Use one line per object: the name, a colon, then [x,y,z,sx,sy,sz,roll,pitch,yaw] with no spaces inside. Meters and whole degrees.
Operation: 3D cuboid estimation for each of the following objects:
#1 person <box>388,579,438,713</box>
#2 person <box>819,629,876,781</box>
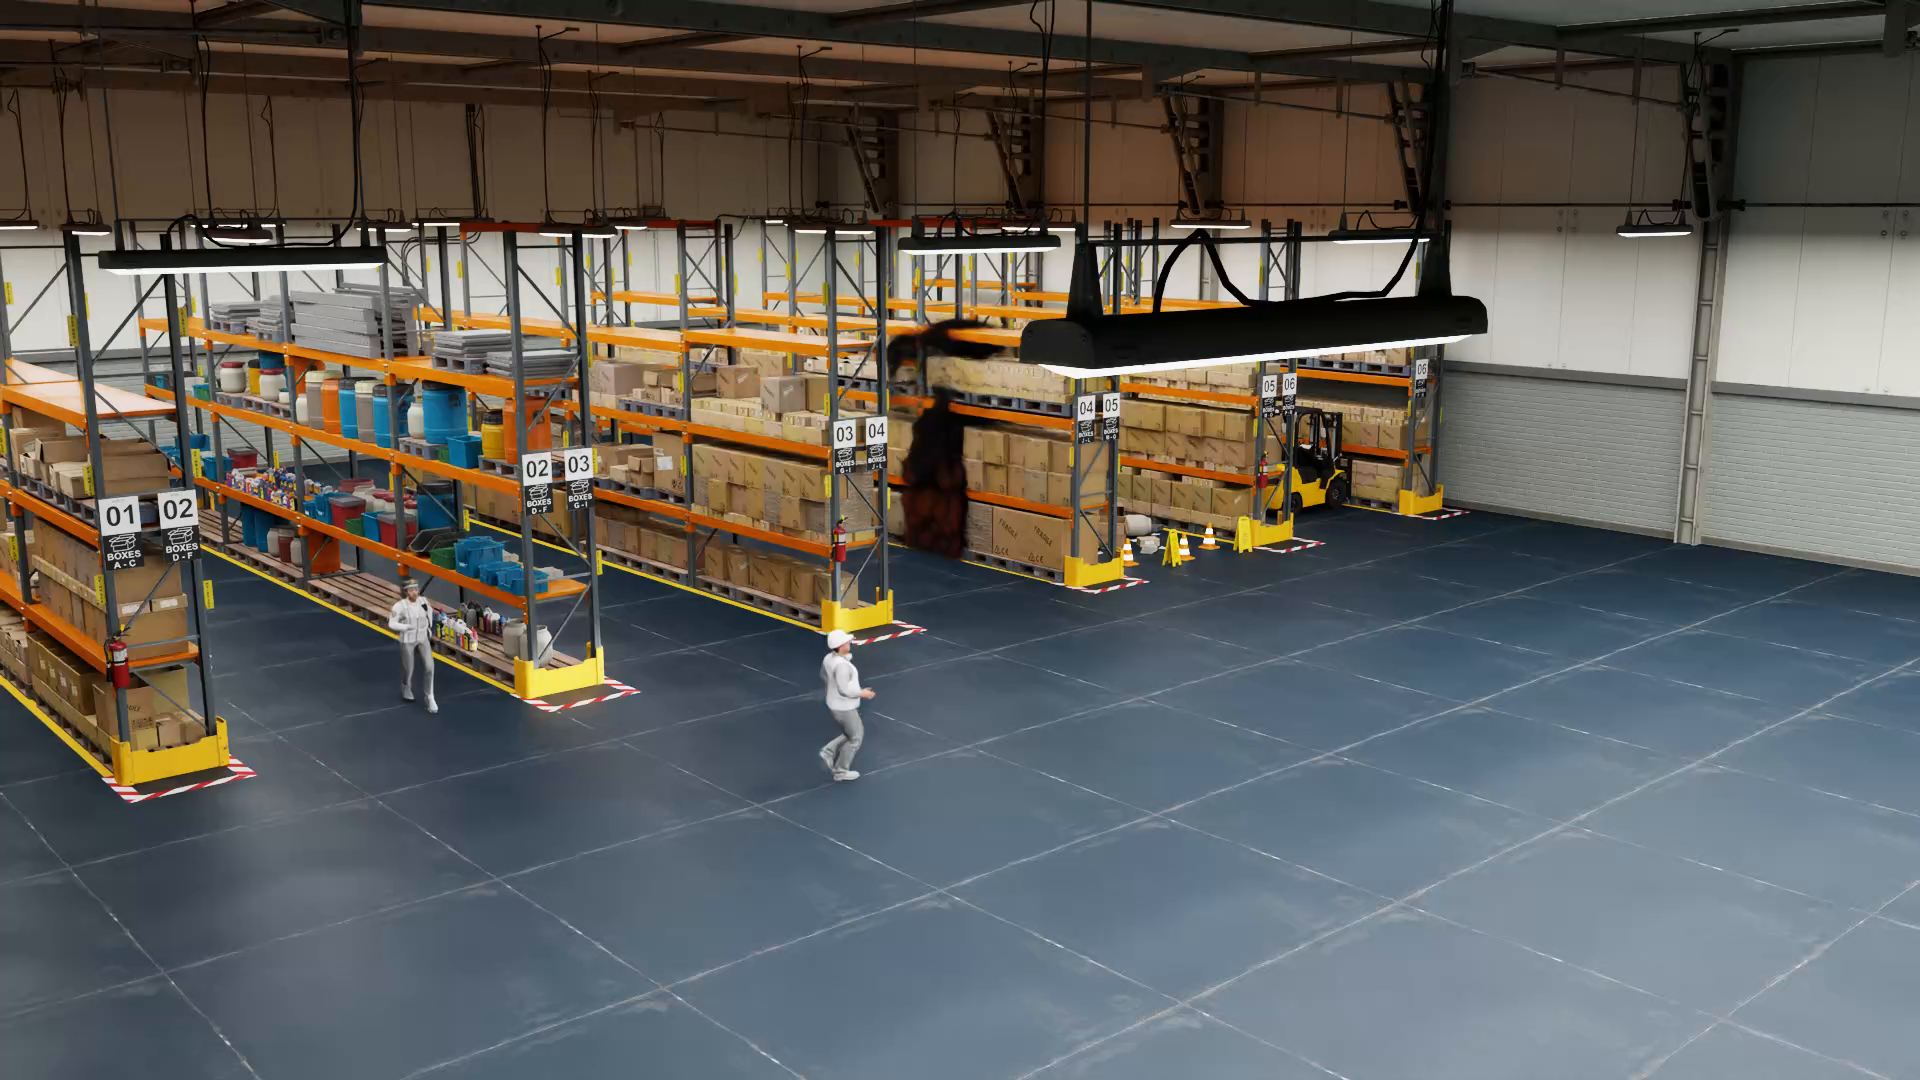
person: [-6.963,1.305,21.186,0.630,1.708,0.835,-8,14,-34]
person: [-1.246,1.822,18.470,0.562,1.724,0.654,-4,12,-17]
